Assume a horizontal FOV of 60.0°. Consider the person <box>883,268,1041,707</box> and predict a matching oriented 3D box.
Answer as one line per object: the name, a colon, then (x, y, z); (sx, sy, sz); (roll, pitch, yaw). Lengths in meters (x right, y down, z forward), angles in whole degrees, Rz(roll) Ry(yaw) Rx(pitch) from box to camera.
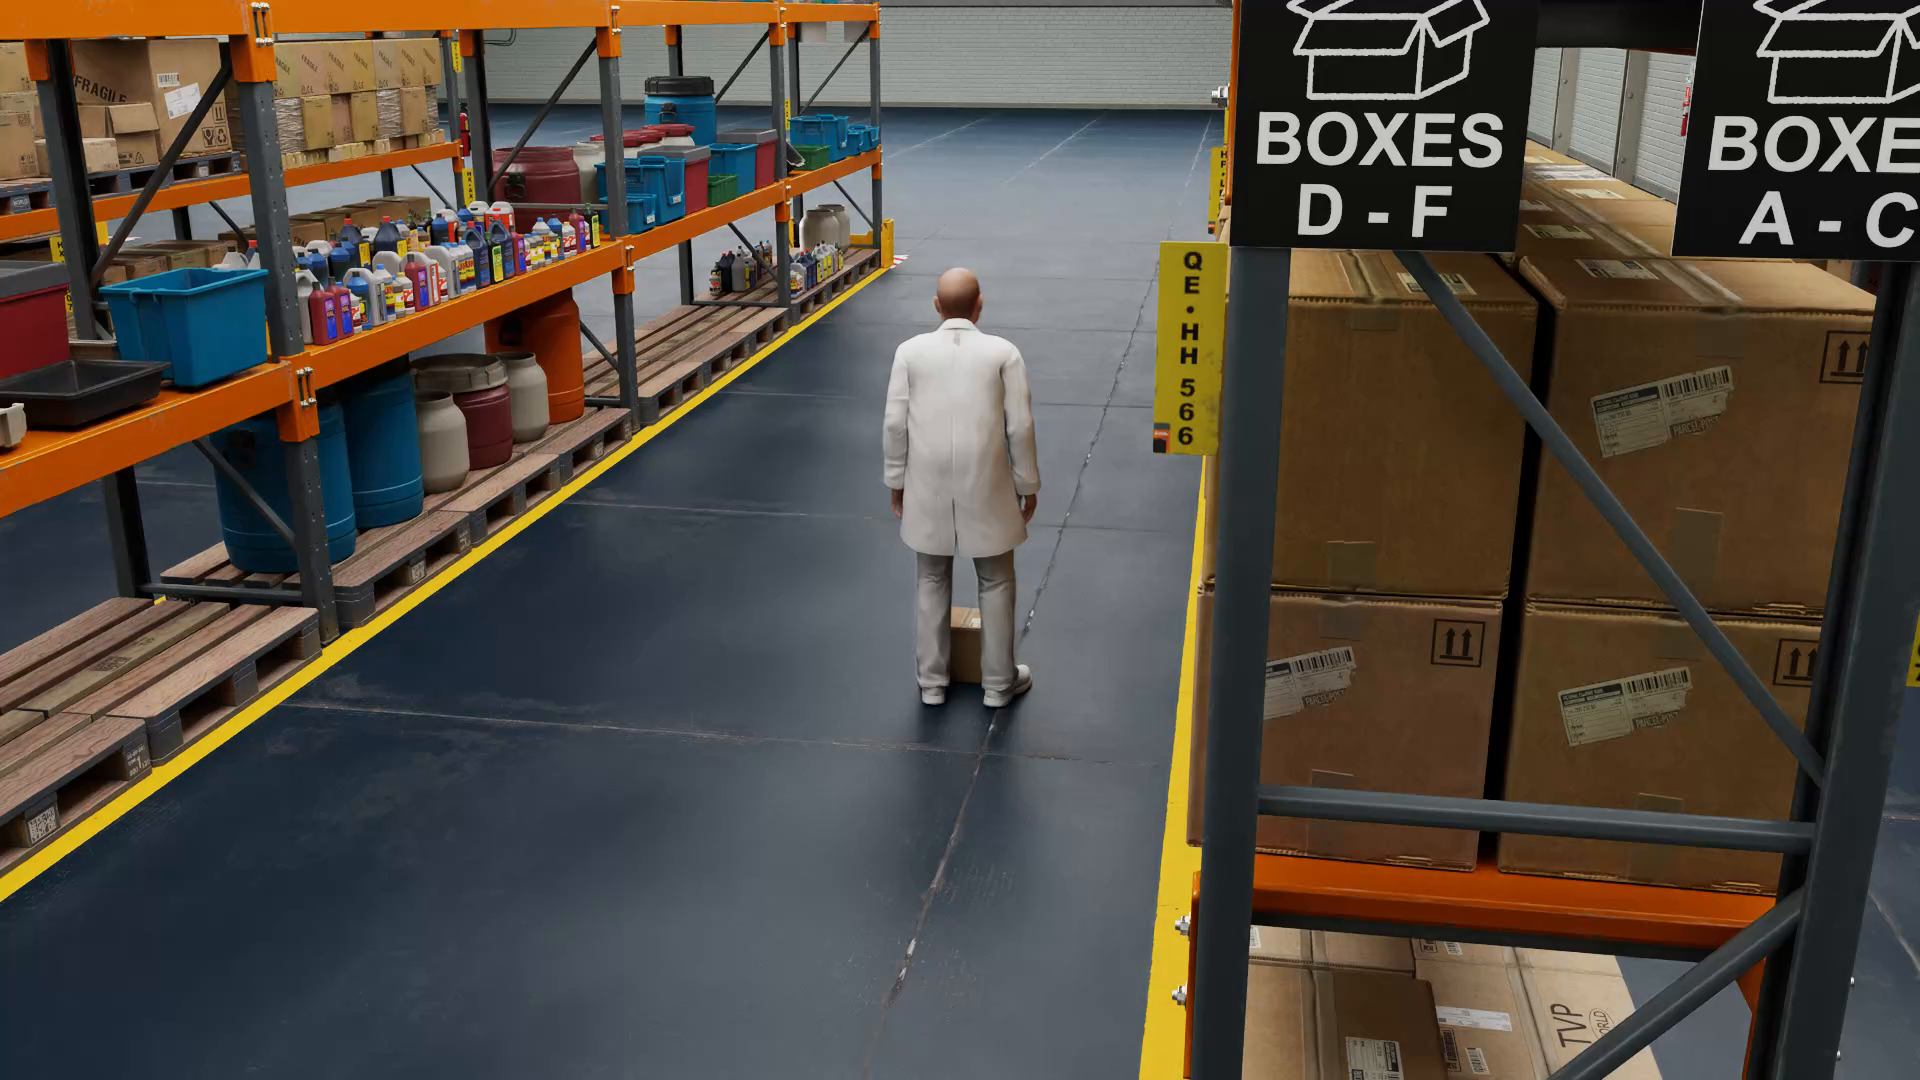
person: (0.007, -0.202, 6.713); (0.644, 1.774, 0.425); (3, 18, 9)
